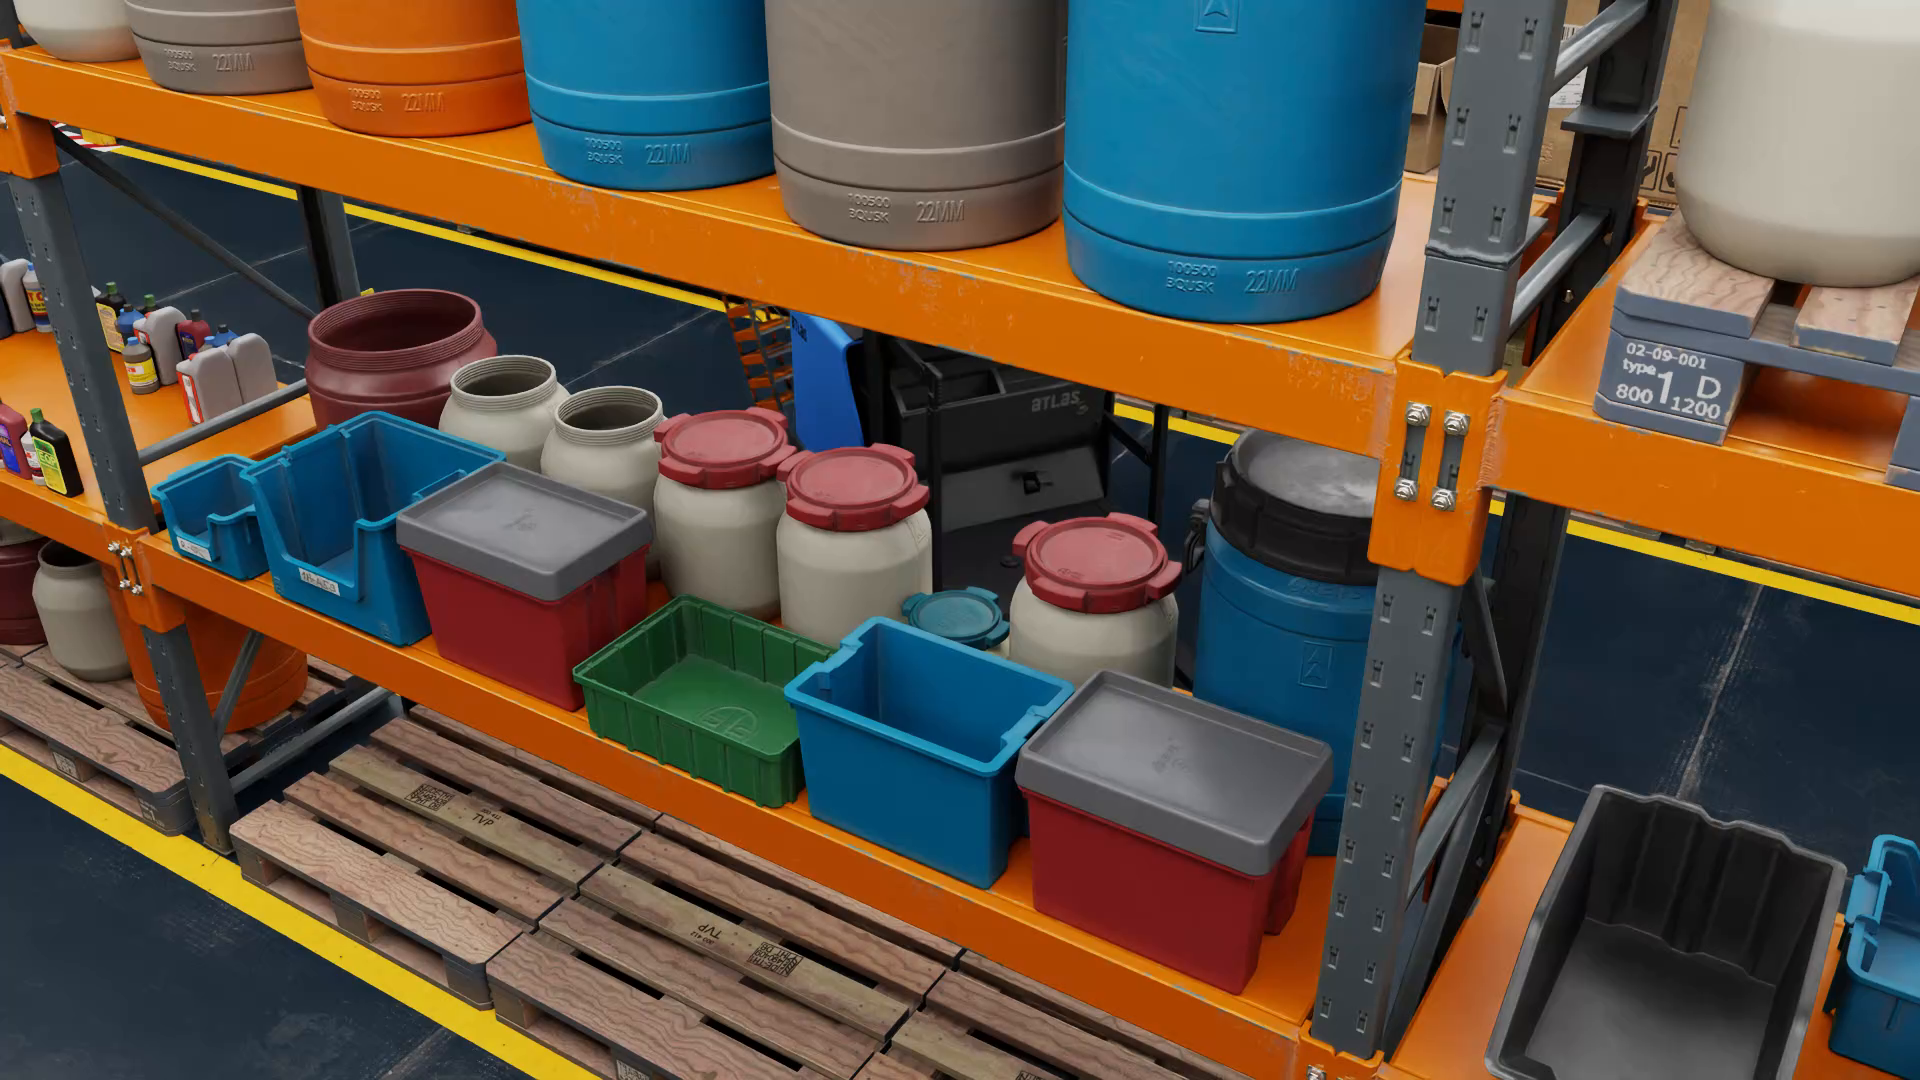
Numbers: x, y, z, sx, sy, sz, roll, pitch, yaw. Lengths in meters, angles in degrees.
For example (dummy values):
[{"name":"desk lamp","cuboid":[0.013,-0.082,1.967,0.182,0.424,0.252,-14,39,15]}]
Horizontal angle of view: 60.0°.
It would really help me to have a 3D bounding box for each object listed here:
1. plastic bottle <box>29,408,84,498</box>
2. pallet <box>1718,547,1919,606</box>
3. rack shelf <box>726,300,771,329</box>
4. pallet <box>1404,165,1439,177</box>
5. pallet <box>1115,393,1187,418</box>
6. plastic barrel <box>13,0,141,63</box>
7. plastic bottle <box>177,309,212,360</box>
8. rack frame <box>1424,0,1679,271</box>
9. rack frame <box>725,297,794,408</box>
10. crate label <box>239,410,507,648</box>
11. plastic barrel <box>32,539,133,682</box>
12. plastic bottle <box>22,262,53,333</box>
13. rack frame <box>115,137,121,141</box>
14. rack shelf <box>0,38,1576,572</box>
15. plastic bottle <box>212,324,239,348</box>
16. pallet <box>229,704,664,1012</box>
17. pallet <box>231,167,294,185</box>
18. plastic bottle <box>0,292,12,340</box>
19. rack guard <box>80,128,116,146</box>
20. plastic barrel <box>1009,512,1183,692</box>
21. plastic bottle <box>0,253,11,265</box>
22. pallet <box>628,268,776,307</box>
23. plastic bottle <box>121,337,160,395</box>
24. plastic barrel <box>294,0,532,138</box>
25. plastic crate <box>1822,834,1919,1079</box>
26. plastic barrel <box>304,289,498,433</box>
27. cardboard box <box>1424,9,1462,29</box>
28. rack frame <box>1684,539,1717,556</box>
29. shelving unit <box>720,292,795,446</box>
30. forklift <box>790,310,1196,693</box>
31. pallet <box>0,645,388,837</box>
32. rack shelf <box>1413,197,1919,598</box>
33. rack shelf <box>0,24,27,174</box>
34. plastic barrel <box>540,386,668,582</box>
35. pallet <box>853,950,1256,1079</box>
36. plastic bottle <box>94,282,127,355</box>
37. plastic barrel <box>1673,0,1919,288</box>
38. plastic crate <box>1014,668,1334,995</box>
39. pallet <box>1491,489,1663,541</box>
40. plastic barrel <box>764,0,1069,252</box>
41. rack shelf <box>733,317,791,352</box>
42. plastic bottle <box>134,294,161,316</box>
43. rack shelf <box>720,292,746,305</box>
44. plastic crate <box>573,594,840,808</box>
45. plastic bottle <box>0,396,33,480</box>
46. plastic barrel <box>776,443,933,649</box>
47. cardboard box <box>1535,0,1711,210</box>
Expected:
[{"name":"plastic bottle","cuboid":[-2.928,-0.284,5.376,0.133,0.283,0.061,18,35,27]},{"name":"pallet","cuboid":[4.250,-0.081,7.680,1.213,0.211,1.003,18,35,27]},{"name":"rack shelf","cuboid":[-0.985,-1.124,8.133,0.258,0.103,0.180,-28,19,-39]},{"name":"pallet","cuboid":[1.973,-1.927,8.266,1.213,0.211,1.003,18,35,27]},{"name":"pallet","cuboid":[0.935,-1.108,9.440,1.213,0.211,1.003,18,35,27]},{"name":"plastic barrel","cuboid":[-2.259,-1.538,4.322,0.421,0.512,0.421,0,30,0]},{"name":"plastic bottle","cuboid":[-2.808,-0.719,6.122,0.133,0.283,0.061,18,35,27]},{"name":"rack frame","cuboid":[1.029,-1.928,2.125,0.127,3.000,1.000,18,35,27]},{"name":"rack frame","cuboid":[-0.996,-0.944,8.251,0.240,1.200,0.006,-28,19,-39]},{"name":"crate label","cuboid":[-1.661,-0.042,4.810,0.616,0.435,0.502,18,35,27]},{"name":"plastic barrel","cuboid":[-3.308,0.248,6.400,0.421,0.512,0.421,0,30,0]},{"name":"plastic bottle","cuboid":[-3.615,-0.959,6.545,0.097,0.271,0.097,0,30,0]},{"name":"rack frame","cuboid":[-6.502,-4.665,12.770,0.127,3.000,1.000,18,35,27]},{"name":"rack shelf","cuboid":[-0.665,-0.858,3.980,4.000,0.370,1.077,18,35,27]},{"name":"plastic bottle","cuboid":[-2.637,-0.649,6.014,0.097,0.271,0.097,0,30,0]},{"name":"pallet","cuboid":[-1.723,1.020,5.792,1.213,0.211,1.003,18,35,27]},{"name":"pallet","cuboid":[-4.754,-2.953,12.602,1.213,0.211,1.003,18,35,27]},{"name":"plastic bottle","cuboid":[-3.828,-0.956,6.461,0.185,0.351,0.144,18,35,27]},{"name":"rack guard","cuboid":[-6.522,-3.592,13.411,0.348,0.500,1.175,18,35,27]},{"name":"plastic barrel","cuboid":[0.335,0.255,4.202,0.433,0.535,0.433,0,30,0]},{"name":"plastic bottle","cuboid":[-3.861,-1.057,6.634,0.185,0.351,0.144,18,35,27]},{"name":"pallet","cuboid":[-1.383,-1.888,10.778,1.213,0.211,1.003,18,35,27]},{"name":"plastic bottle","cuboid":[-2.996,-0.642,6.071,0.097,0.201,0.097,0,30,0]},{"name":"plastic barrel","cuboid":[-1.225,-1.402,3.773,0.708,0.830,0.600,18,35,27]},{"name":"plastic crate","cuboid":[2.111,0.908,3.364,0.616,0.251,0.499,18,35,27]},{"name":"plastic barrel","cuboid":[-1.805,-0.472,5.448,0.708,0.536,0.600,18,35,27]},{"name":"cardboard box","cuboid":[3.465,-3.620,12.795,0.750,0.750,1.050,17,34,27]},{"name":"rack frame","cuboid":[3.662,-1.451,7.260,0.127,3.000,1.000,18,35,27]},{"name":"shelving unit","cuboid":[-0.934,-0.942,8.183,0.258,1.200,0.189,-28,19,-39]},{"name":"forklift","cuboid":[0.249,-0.945,6.461,1.130,2.935,3.031,-12,32,-20]},{"name":"pallet","cuboid":[-3.049,0.603,6.508,1.213,0.211,1.003,18,35,27]},{"name":"rack shelf","cuboid":[2.723,0.214,2.144,4.000,0.370,1.077,18,35,27]},{"name":"rack shelf","cuboid":[-4.053,-1.929,5.817,4.000,0.370,1.077,18,35,27]},{"name":"plastic barrel","cuboid":[-1.017,-0.159,4.936,0.421,0.512,0.421,0,30,0]},{"name":"pallet","cuboid":[0.343,1.674,4.671,1.213,0.211,1.003,18,35,27]},{"name":"plastic bottle","cuboid":[-3.230,-0.853,6.351,0.133,0.283,0.061,18,35,27]},{"name":"plastic barrel","cuboid":[1.289,-0.663,2.405,0.421,0.512,0.421,0,30,0]},{"name":"plastic crate","cuboid":[0.456,0.636,3.619,0.583,0.464,0.402,18,35,27]},{"name":"pallet","cuboid":[3.002,-0.454,8.319,1.213,0.211,1.003,18,35,27]},{"name":"plastic barrel","cuboid":[-0.071,-1.068,3.129,0.600,0.901,0.600,0,30,0]},{"name":"rack shelf","cuboid":[-0.954,-1.013,8.164,0.258,0.103,0.180,-28,19,-39]},{"name":"plastic bottle","cuboid":[-3.035,-0.791,6.245,0.133,0.283,0.061,18,35,27]},{"name":"rack shelf","cuboid":[-1.016,-1.236,8.102,0.258,0.103,0.180,-28,19,-39]},{"name":"plastic crate","cuboid":[-0.596,0.409,4.283,0.662,0.188,0.450,18,35,27]},{"name":"plastic bottle","cuboid":[-3.124,-0.346,5.482,0.133,0.283,0.061,18,35,27]},{"name":"plastic barrel","cuboid":[-0.286,0.058,4.539,0.433,0.535,0.433,0,30,0]},{"name":"cardboard box","cuboid":[3.064,-2.164,7.470,1.000,1.000,1.000,18,35,28]}]
